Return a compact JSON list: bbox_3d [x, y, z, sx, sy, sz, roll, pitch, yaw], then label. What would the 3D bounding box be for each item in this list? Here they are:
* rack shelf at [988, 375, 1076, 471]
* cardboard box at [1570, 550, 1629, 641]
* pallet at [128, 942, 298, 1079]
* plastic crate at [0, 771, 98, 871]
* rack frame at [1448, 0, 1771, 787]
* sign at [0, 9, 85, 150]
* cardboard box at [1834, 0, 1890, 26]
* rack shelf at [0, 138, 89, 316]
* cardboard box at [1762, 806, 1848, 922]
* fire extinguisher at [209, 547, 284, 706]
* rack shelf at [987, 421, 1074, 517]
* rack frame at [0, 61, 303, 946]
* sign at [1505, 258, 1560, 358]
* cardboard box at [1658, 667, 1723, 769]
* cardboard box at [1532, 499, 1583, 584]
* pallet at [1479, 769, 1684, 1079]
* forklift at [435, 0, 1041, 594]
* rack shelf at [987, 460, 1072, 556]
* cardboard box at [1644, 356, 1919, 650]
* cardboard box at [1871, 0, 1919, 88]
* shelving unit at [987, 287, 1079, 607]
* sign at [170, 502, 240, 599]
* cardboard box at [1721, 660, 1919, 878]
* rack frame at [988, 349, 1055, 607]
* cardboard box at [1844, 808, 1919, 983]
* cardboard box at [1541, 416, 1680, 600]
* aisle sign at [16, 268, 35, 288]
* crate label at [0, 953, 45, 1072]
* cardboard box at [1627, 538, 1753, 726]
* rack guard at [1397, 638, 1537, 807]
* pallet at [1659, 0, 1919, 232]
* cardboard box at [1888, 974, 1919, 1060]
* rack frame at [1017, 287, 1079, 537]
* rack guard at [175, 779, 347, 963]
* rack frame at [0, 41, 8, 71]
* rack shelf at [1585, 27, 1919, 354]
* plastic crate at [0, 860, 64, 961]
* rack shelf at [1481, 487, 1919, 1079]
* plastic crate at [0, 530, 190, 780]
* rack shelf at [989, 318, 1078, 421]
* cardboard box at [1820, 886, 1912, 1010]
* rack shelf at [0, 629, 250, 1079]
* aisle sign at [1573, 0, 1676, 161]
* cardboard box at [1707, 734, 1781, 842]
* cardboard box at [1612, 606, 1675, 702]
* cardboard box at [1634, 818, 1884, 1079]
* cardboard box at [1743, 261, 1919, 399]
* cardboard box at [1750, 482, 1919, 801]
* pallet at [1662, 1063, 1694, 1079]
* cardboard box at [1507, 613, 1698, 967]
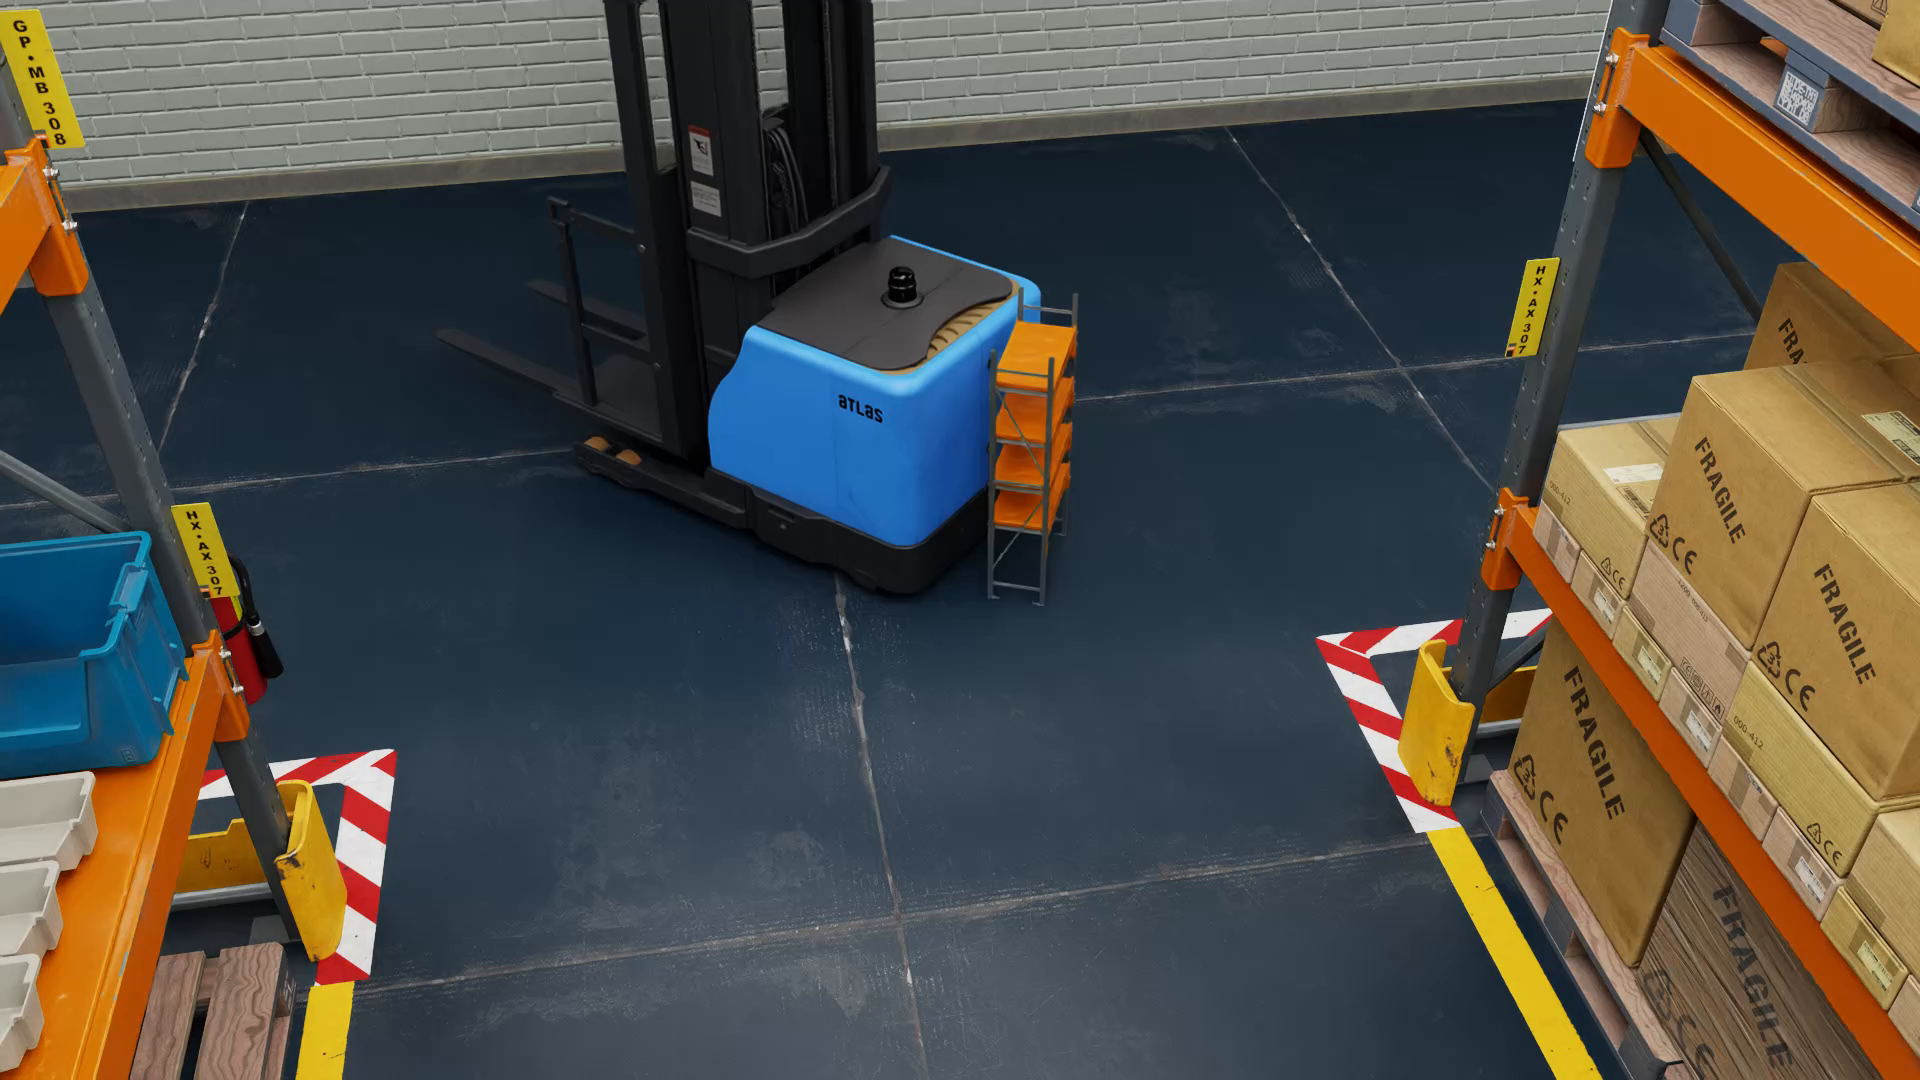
[{"bbox_3d":[0.291,-0.486,6.643,0.258,0.148,0.480,8,39,11],"label":"rack shelf"},{"bbox_3d":[2.022,0.137,4.833,0.380,0.149,0.250,-7,38,-9],"label":"cardboard box"},{"bbox_3d":[-2.532,1.769,4.801,1.003,0.211,1.213,-6,38,-8],"label":"pallet"},{"bbox_3d":[-2.317,0.719,4.045,0.396,0.136,0.243,-6,38,-8],"label":"plastic crate"},{"bbox_3d":[2.238,-0.367,5.277,1.000,3.000,0.127,-6,38,-8],"label":"rack frame"},{"bbox_3d":[-2.100,-1.046,3.792,0.100,0.325,0.005,-6,38,-8],"label":"sign"},{"bbox_3d":[2.382,-1.488,3.770,0.700,0.500,0.500,-8,39,-11],"label":"cardboard box"},{"bbox_3d":[-2.288,0.473,2.337,1.077,0.370,4.000,-6,38,-8],"label":"rack shelf"},{"bbox_3d":[2.203,0.759,4.033,0.380,0.149,0.250,-7,38,-8],"label":"cardboard box"},{"bbox_3d":[-2.217,0.204,4.910,0.296,0.674,0.183,-6,38,-8],"label":"fire extinguisher"},{"bbox_3d":[0.291,-0.309,6.780,0.258,0.148,0.480,8,39,11],"label":"rack shelf"},{"bbox_3d":[-2.638,0.166,4.592,1.000,3.000,0.127,-6,38,-8],"label":"rack frame"},{"bbox_3d":[1.691,-0.684,4.915,0.100,0.325,0.005,-6,38,-8],"label":"sign"},{"bbox_3d":[2.114,0.449,4.432,0.380,0.149,0.250,-7,38,-9],"label":"cardboard box"},{"bbox_3d":[1.975,-0.018,5.033,0.380,0.149,0.250,-6,38,-7],"label":"cardboard box"},{"bbox_3d":[2.455,1.209,5.522,1.003,0.211,1.213,-6,38,-8],"label":"pallet"},{"bbox_3d":[-1.153,-1.641,6.974,3.031,2.935,1.130,23,43,26],"label":"forklift"},{"bbox_3d":[0.291,-0.153,6.902,0.258,0.148,0.480,8,39,11],"label":"rack shelf"},{"bbox_3d":[2.144,-0.100,4.203,0.500,0.500,0.500,-7,38,-9],"label":"cardboard box"},{"bbox_3d":[2.362,-1.135,3.316,0.700,0.500,0.500,-8,38,-10],"label":"cardboard box"},{"bbox_3d":[0.291,-0.363,6.739,0.258,1.200,0.503,8,39,11],"label":"shelving unit"},{"bbox_3d":[-2.100,0.032,4.630,0.100,0.325,0.005,-6,38,-8],"label":"sign"},{"bbox_3d":[2.239,0.511,4.027,0.500,0.250,0.500,-7,38,-9],"label":"cardboard box"},{"bbox_3d":[0.233,-0.217,6.551,0.240,1.200,0.015,8,39,11],"label":"rack frame"},{"bbox_3d":[2.335,0.826,3.622,0.500,0.250,0.500,-7,38,-9],"label":"cardboard box"},{"bbox_3d":[2.056,-0.106,4.822,0.500,0.250,0.500,-7,38,-9],"label":"cardboard box"},{"bbox_3d":[-2.362,-0.936,3.891,0.394,0.787,0.004,-6,38,-8],"label":"aisle sign"},{"bbox_3d":[-2.208,1.061,3.605,0.396,0.136,0.243,-6,38,-8],"label":"crate label"},{"bbox_3d":[2.154,0.207,4.418,0.500,0.250,0.500,-7,38,-9],"label":"cardboard box"},{"bbox_3d":[2.234,0.606,6.063,1.175,0.500,0.348,-6,38,-8],"label":"rack guard"},{"bbox_3d":[2.378,-1.070,3.809,1.003,0.211,1.213,-6,38,-8],"label":"pallet"},{"bbox_3d":[2.294,1.069,3.633,0.380,0.149,0.250,-6,38,-7],"label":"cardboard box"},{"bbox_3d":[0.348,-0.508,6.926,0.240,1.200,0.015,8,39,11],"label":"rack frame"},{"bbox_3d":[-2.655,1.140,5.375,1.175,0.500,0.348,-6,38,-8],"label":"rack guard"},{"bbox_3d":[-2.638,-2.203,2.751,1.000,3.000,0.127,-6,38,-8],"label":"rack frame"},{"bbox_3d":[2.589,-0.059,3.023,1.077,0.370,4.000,-6,38,-8],"label":"rack shelf"},{"bbox_3d":[-2.280,0.896,3.818,0.396,0.136,0.243,-6,38,-8],"label":"plastic crate"},{"bbox_3d":[2.589,1.125,3.943,1.077,0.370,4.000,-6,38,-8],"label":"rack shelf"},{"bbox_3d":[-2.396,0.310,4.328,0.616,0.435,0.499,-6,38,-8],"label":"plastic crate"},{"bbox_3d":[0.291,-0.673,6.498,0.258,0.148,0.480,8,39,11],"label":"rack shelf"},{"bbox_3d":[2.246,0.911,3.837,0.380,0.149,0.250,-7,38,-9],"label":"cardboard box"},{"bbox_3d":[-2.288,1.658,3.257,1.077,0.370,4.000,-6,38,-8],"label":"rack shelf"},{"bbox_3d":[1.930,-1.405,4.494,0.394,0.787,0.004,-6,38,-8],"label":"aisle sign"},{"bbox_3d":[2.157,0.603,4.234,0.380,0.149,0.250,-7,38,-9],"label":"cardboard box"},{"bbox_3d":[2.067,0.292,4.634,0.380,0.149,0.250,-7,38,-9],"label":"cardboard box"},{"bbox_3d":[2.589,1.234,4.606,0.875,0.875,0.875,-6,38,-8],"label":"cardboard box"},{"bbox_3d":[2.582,-0.455,4.660,0.500,0.500,0.500,-6,38,-7],"label":"cardboard box"},{"bbox_3d":[2.241,0.212,3.801,0.500,0.500,0.500,-7,38,-9],"label":"cardboard box"},{"bbox_3d":[2.666,1.944,4.576,1.003,0.211,1.213,-6,38,-8],"label":"pallet"},{"bbox_3d":[2.429,0.684,5.314,0.875,0.875,0.875,-6,38,-8],"label":"cardboard box"}]
